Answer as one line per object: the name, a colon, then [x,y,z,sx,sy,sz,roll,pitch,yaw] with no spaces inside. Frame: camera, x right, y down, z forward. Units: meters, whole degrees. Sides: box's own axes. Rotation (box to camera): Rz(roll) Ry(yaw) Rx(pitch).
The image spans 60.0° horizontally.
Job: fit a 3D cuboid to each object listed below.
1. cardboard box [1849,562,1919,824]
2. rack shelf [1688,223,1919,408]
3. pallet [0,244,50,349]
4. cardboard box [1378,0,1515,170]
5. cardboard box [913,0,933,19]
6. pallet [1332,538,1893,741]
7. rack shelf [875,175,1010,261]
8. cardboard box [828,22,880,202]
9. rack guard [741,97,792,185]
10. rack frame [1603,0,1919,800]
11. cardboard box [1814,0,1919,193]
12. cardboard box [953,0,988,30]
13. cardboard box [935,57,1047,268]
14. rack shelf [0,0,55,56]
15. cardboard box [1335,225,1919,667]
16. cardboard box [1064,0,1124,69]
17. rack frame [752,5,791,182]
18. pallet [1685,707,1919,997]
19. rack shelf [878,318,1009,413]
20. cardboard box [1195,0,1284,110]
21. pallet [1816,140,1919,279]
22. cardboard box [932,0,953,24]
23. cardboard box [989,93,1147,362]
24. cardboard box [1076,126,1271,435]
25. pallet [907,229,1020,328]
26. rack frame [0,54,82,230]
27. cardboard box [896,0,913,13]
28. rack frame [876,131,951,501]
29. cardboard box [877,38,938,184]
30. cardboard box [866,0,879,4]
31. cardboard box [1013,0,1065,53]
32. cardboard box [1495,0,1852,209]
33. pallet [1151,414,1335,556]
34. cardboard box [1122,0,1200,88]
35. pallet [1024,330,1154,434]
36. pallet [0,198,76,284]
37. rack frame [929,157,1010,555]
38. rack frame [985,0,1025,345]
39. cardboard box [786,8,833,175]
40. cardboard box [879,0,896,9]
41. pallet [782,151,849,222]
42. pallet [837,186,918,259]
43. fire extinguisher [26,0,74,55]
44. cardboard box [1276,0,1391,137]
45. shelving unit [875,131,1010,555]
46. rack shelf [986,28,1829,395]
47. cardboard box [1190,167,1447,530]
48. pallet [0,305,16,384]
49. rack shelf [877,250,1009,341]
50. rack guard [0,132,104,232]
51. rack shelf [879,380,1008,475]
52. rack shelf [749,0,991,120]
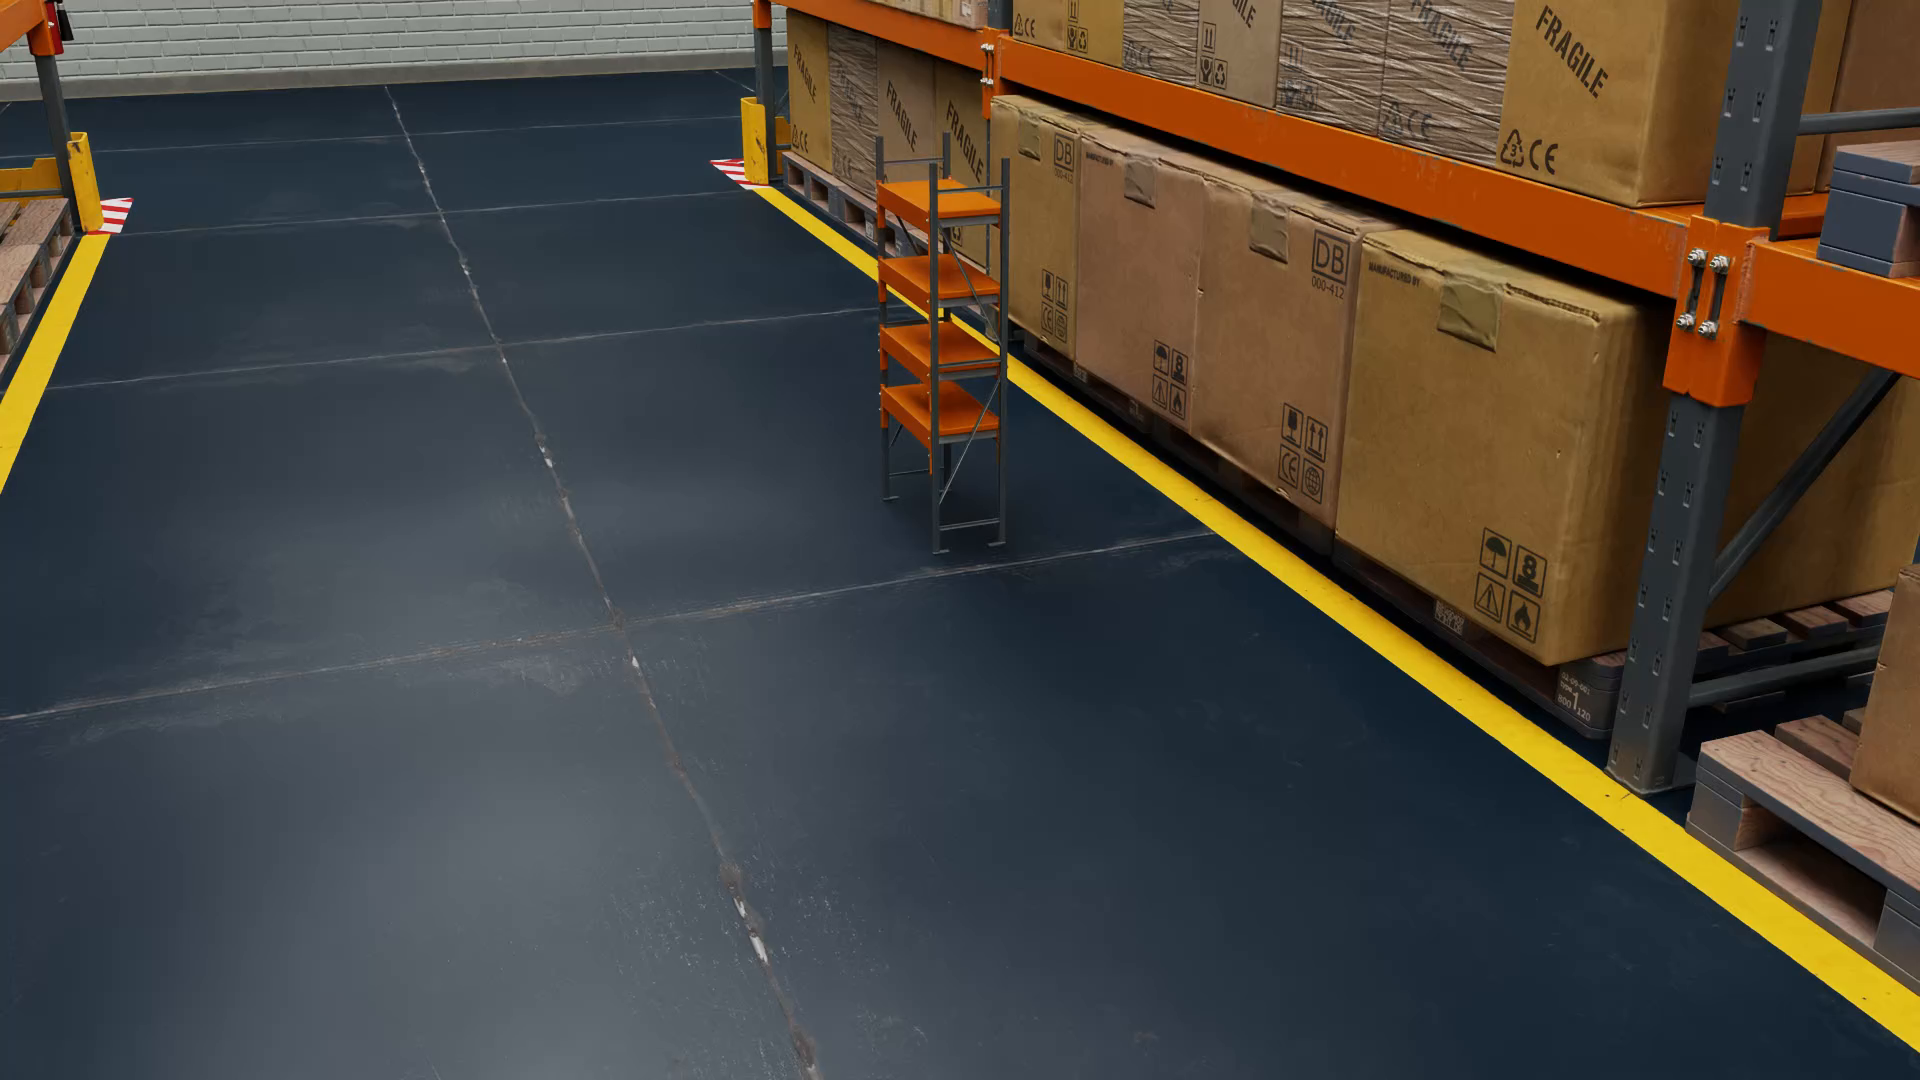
cardboard box: [2.270,0.315,3.294,0.700,0.500,0.500,-10,25,-22]
rack shelf: [2.721,0.183,1.880,1.077,0.370,4.000,-8,24,-19]
pallet: [-4.763,-1.070,7.517,1.003,0.211,1.213,-8,24,-19]
cardboard box: [1.437,-1.249,4.222,0.500,0.500,0.500,-9,24,-19]
cardboard box: [0.005,-2.466,7.561,0.380,0.149,0.250,-9,24,-20]
pallet: [1.806,0.113,4.710,1.003,0.211,1.213,-8,24,-19]
rack shelf: [-0.058,-0.975,5.007,0.258,0.148,0.480,-8,24,-19]
cardboard box: [-0.190,-2.444,9.382,0.875,0.875,0.875,-8,24,-19]
rack guard: [-0.820,-2.639,10.867,1.175,0.500,0.348,-8,24,-19]
rack frame: [2.014,-0.875,3.465,1.000,3.000,0.127,-8,24,-19]
cardboard box: [2.097,-1.135,3.953,0.500,0.500,0.500,-8,24,-17]
cardboard box: [0.187,-2.279,7.118,0.380,0.149,0.250,-8,24,-19]
cardboard box: [0.443,-1.794,7.839,0.875,0.875,0.875,-8,24,-19]
rack shelf: [-4.739,-2.044,7.164,1.077,0.370,4.000,-8,24,-19]
cardboard box: [1.790,-0.343,4.397,1.225,0.875,0.875,-10,25,-21]
cardboard box: [0.708,-1.991,5.982,0.500,0.500,0.500,-8,24,-19]
rack frame: [-0.812,-3.782,10.361,1.000,3.000,0.127,-8,24,-19]
pallet: [2.289,0.694,3.332,1.003,0.211,1.213,-8,24,-19]
rack shelf: [-0.058,-0.551,5.186,0.258,0.148,0.480,-8,24,-19]
cardboard box: [1.072,-1.622,5.107,0.500,0.500,0.500,-8,24,-18]
pallet: [2.366,-0.543,2.922,1.213,0.211,1.003,-8,24,-19]
cardboard box: [0.096,-2.372,7.340,0.380,0.149,0.250,-8,24,-18]
cardboard box: [0.846,-1.313,6.699,1.225,0.875,0.875,-8,24,-19]
cardboard box: [1.162,-0.989,5.929,1.225,0.875,0.875,-9,25,-21]
pallet: [0.406,-1.331,8.135,1.003,0.211,1.213,-8,24,-19]
rack frame: [-5.446,-3.102,8.749,1.000,3.000,0.127,-8,24,-19]
cardboard box: [-0.086,-2.559,7.783,0.380,0.149,0.250,-8,24,-18]
rack frame: [-0.145,-0.702,5.370,0.240,1.200,0.015,-8,24,-19]
cardboard box: [0.125,-2.121,8.615,0.875,0.875,0.875,-8,24,-19]
cardboard box: [-0.267,-2.746,8.226,0.380,0.149,0.250,-9,24,-20]
cardboard box: [0.530,-2.173,6.416,0.500,0.500,0.500,-8,24,-19]
cardboard box: [1.608,-1.067,3.790,0.500,0.500,0.500,-8,24,-17]
pallet: [1.379,-0.330,5.760,1.003,0.211,1.213,-8,24,-19]
cardboard box: [0.885,-1.809,5.551,0.500,0.500,0.500,-9,24,-20]
pallet: [0.944,-0.774,6.814,1.003,0.211,1.213,-8,24,-19]
pallet: [-5.191,-1.513,8.567,1.003,0.211,1.213,-8,24,-19]
rack frame: [0.028,-0.524,4.949,0.240,1.200,0.015,-8,24,-19]
rack frame: [0.601,-2.329,6.913,1.000,3.000,0.127,-8,24,-19]
cardboard box: [-0.511,-2.775,10.167,0.875,0.875,0.875,-8,24,-19]
cardboard box: [-0.177,-2.653,8.005,0.380,0.149,0.250,-8,24,-18]
pallet: [-0.456,-2.217,10.239,1.003,0.211,1.213,-8,24,-19]
pallet: [-0.029,-1.775,9.189,1.003,0.211,1.213,-8,24,-19]
fire extinguisher: [-5.074,-3.012,9.114,0.296,0.674,0.183,-8,24,-19]
cardboard box: [1.251,-1.437,4.668,0.500,0.500,0.500,-9,25,-21]
shelving unit: [-0.058,-0.613,5.160,0.258,1.200,0.503,-8,24,-19]
rack shelf: [1.308,-1.270,5.328,1.077,0.370,4.000,-8,24,-19]
cardboard box: [1.482,-0.668,5.168,1.225,0.875,0.875,-8,24,-19]
pallet: [-4.329,-0.626,6.463,1.003,0.211,1.213,-8,24,-19]
rack shelf: [-0.058,-0.757,5.099,0.258,0.148,0.480,-8,24,-19]
rack guard: [-5.466,-1.958,9.251,1.175,0.500,0.348,-8,24,-19]
rack shelf: [-0.058,-0.368,5.263,0.258,0.148,0.480,-8,24,-19]
rack shelf: [-0.105,-2.724,8.777,1.077,0.370,4.000,-8,24,-19]
